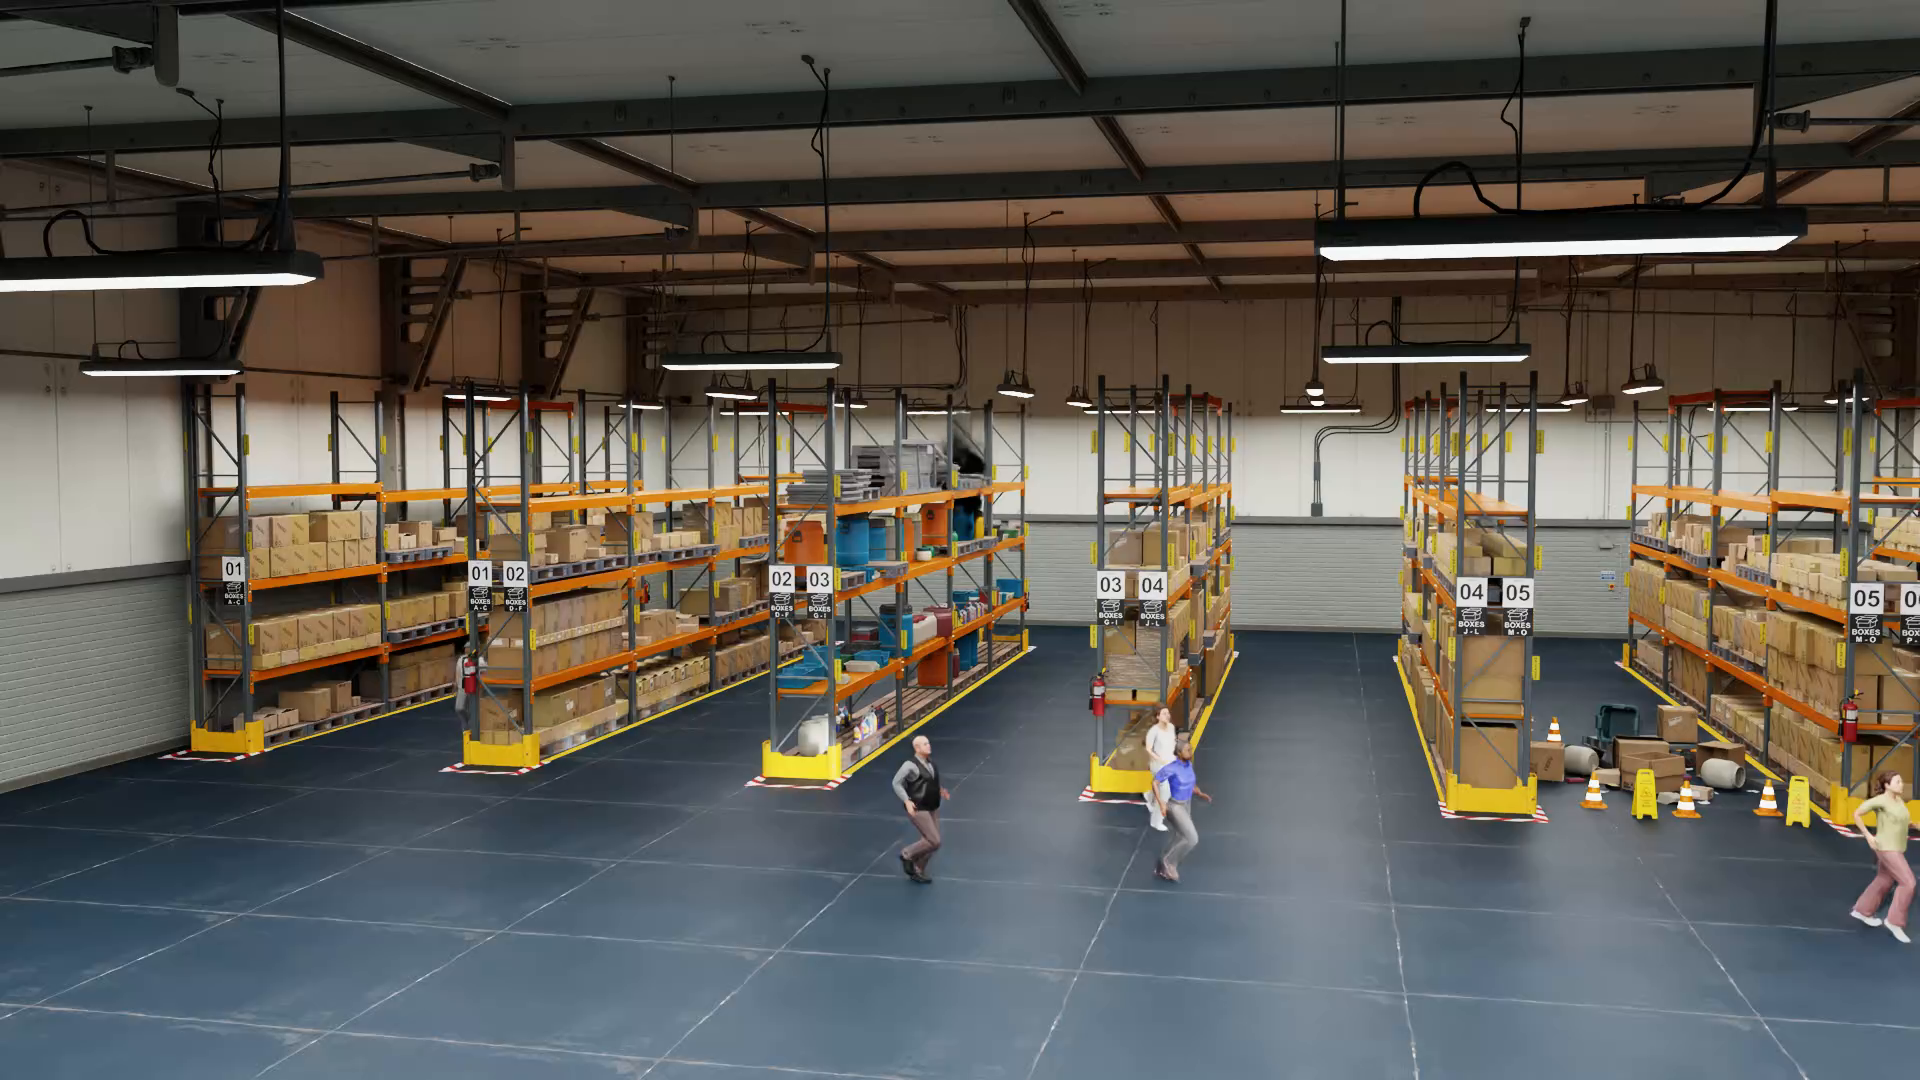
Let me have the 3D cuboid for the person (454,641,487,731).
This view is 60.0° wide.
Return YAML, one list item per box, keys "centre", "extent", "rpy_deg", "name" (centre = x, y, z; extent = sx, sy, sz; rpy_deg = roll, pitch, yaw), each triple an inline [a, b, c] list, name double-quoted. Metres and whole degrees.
- centre: [-8.444, 2.559, 28.575]
  extent: [0.606, 1.608, 0.556]
  rpy_deg: [0, 3, 3]
  name: "person"

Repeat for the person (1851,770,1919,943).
- centre: [9.466, 3.197, 16.956]
  extent: [0.543, 1.721, 0.723]
  rpy_deg: [-3, 4, -38]
  name: "person"

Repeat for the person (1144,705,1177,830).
- centre: [2.631, 2.956, 21.703]
  extent: [0.595, 1.635, 0.635]
  rpy_deg: [-2, 4, -37]
  name: "person"

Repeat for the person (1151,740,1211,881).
- centre: [2.531, 3.118, 18.993]
  extent: [0.723, 1.558, 0.543]
  rpy_deg: [2, 4, 37]
  name: "person"

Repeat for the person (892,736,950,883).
- centre: [-0.388, 3.077, 18.959]
  extent: [0.566, 1.682, 0.650]
  rpy_deg: [2, 4, 34]
  name: "person"
